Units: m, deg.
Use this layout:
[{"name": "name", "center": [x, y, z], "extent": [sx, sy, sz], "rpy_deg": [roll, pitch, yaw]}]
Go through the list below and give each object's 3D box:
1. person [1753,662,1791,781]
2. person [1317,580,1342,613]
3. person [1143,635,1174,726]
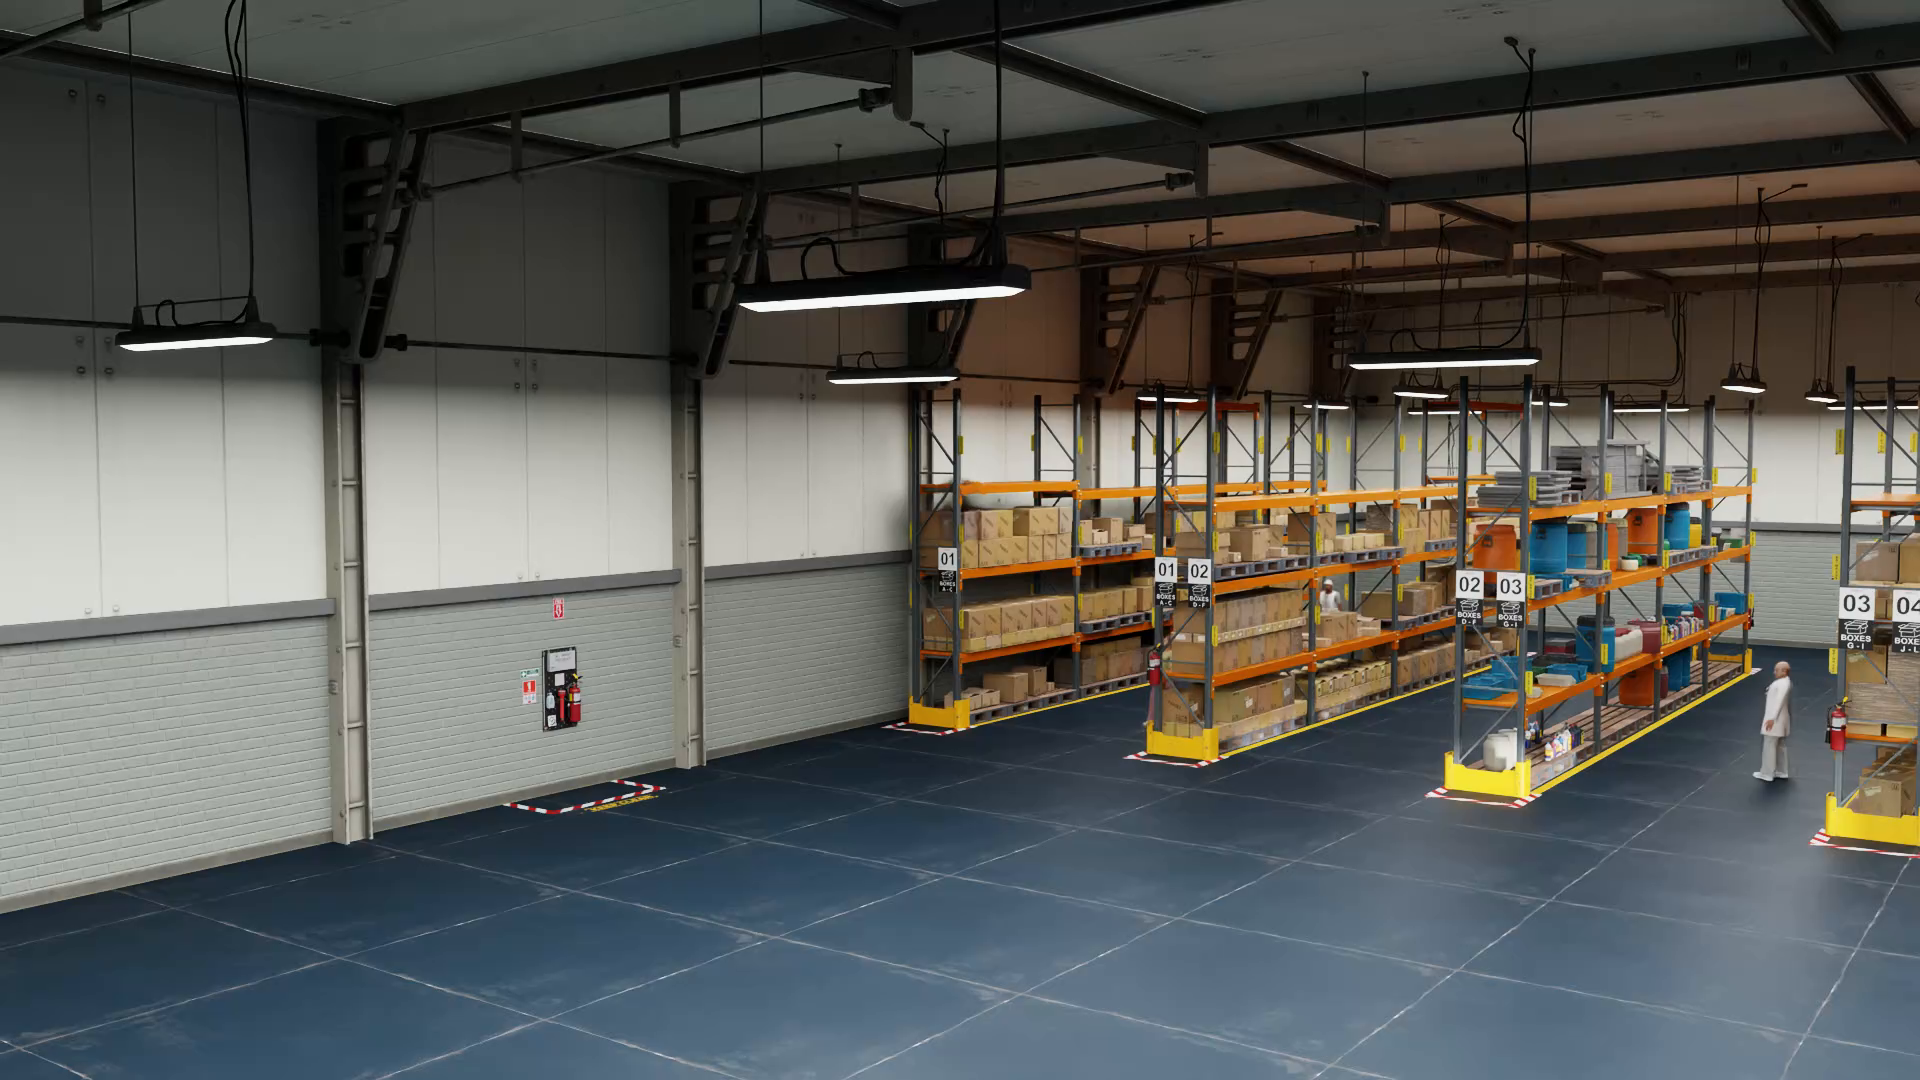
[{"name": "person", "center": [12.156, 2.673, 24.850], "extent": [0.500, 1.728, 0.631], "rpy_deg": [3, 5, 44]}, {"name": "person", "center": [8.870, 1.827, 40.125], "extent": [0.604, 1.744, 0.992], "rpy_deg": [2, 4, 35]}, {"name": "person", "center": [3.631, 2.500, 29.520], "extent": [0.434, 1.603, 1.039], "rpy_deg": [2, 4, 34]}]
